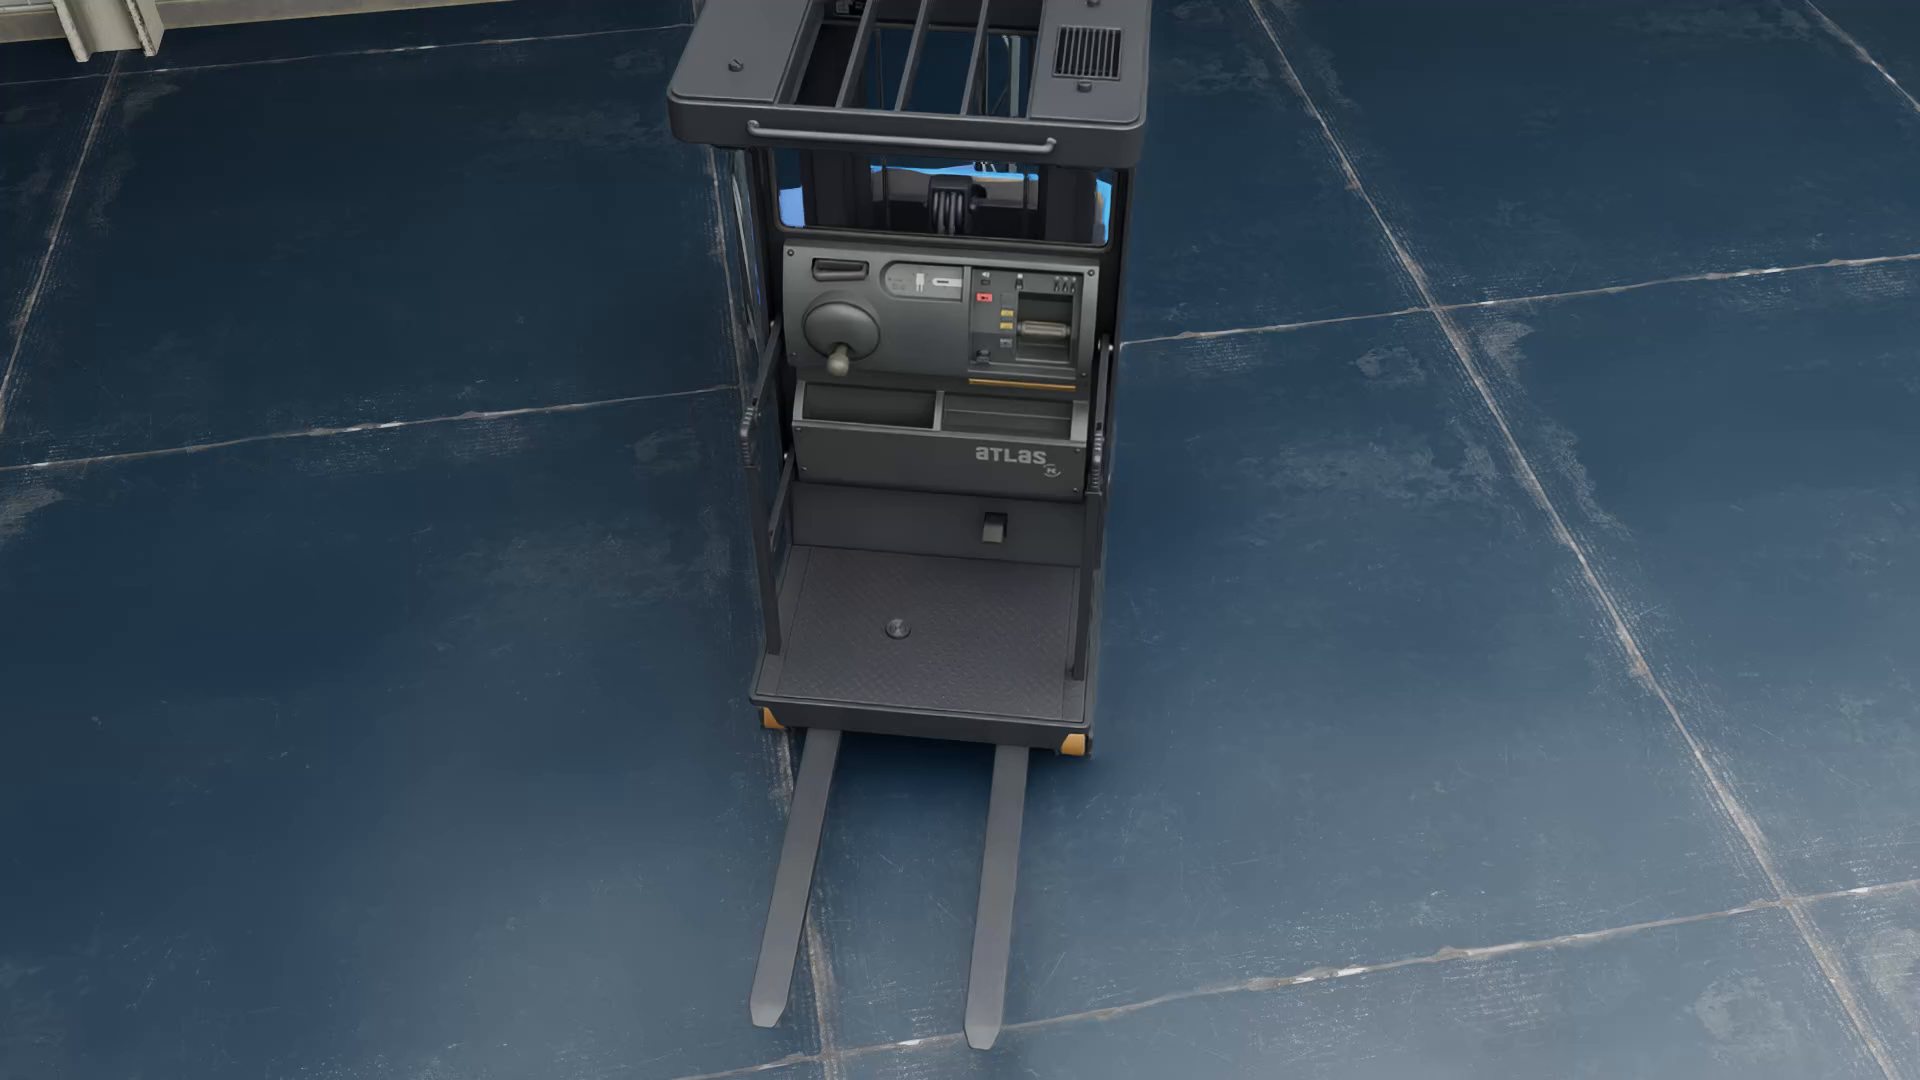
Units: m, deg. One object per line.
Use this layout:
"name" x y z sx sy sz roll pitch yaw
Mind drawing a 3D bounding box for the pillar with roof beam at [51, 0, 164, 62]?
"pillar with roof beam" -3.690 -2.686 2.589 0.400 9.000 9.100 -7 46 -7

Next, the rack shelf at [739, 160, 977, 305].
"rack shelf" -0.352 -1.239 6.652 1.000 0.185 0.538 -10 47 -9

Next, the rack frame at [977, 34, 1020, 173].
"rack frame" 0.142 -1.450 6.606 0.032 1.500 0.500 -10 47 -9

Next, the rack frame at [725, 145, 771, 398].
"rack frame" -0.846 -1.278 6.440 0.032 1.500 0.500 -10 47 -9

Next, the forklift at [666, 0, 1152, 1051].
"forklift" -0.082 -0.565 4.759 1.130 2.935 3.031 5 46 4

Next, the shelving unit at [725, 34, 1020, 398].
"shelving unit" -0.352 -1.364 6.523 1.048 1.500 0.538 -10 47 -9
